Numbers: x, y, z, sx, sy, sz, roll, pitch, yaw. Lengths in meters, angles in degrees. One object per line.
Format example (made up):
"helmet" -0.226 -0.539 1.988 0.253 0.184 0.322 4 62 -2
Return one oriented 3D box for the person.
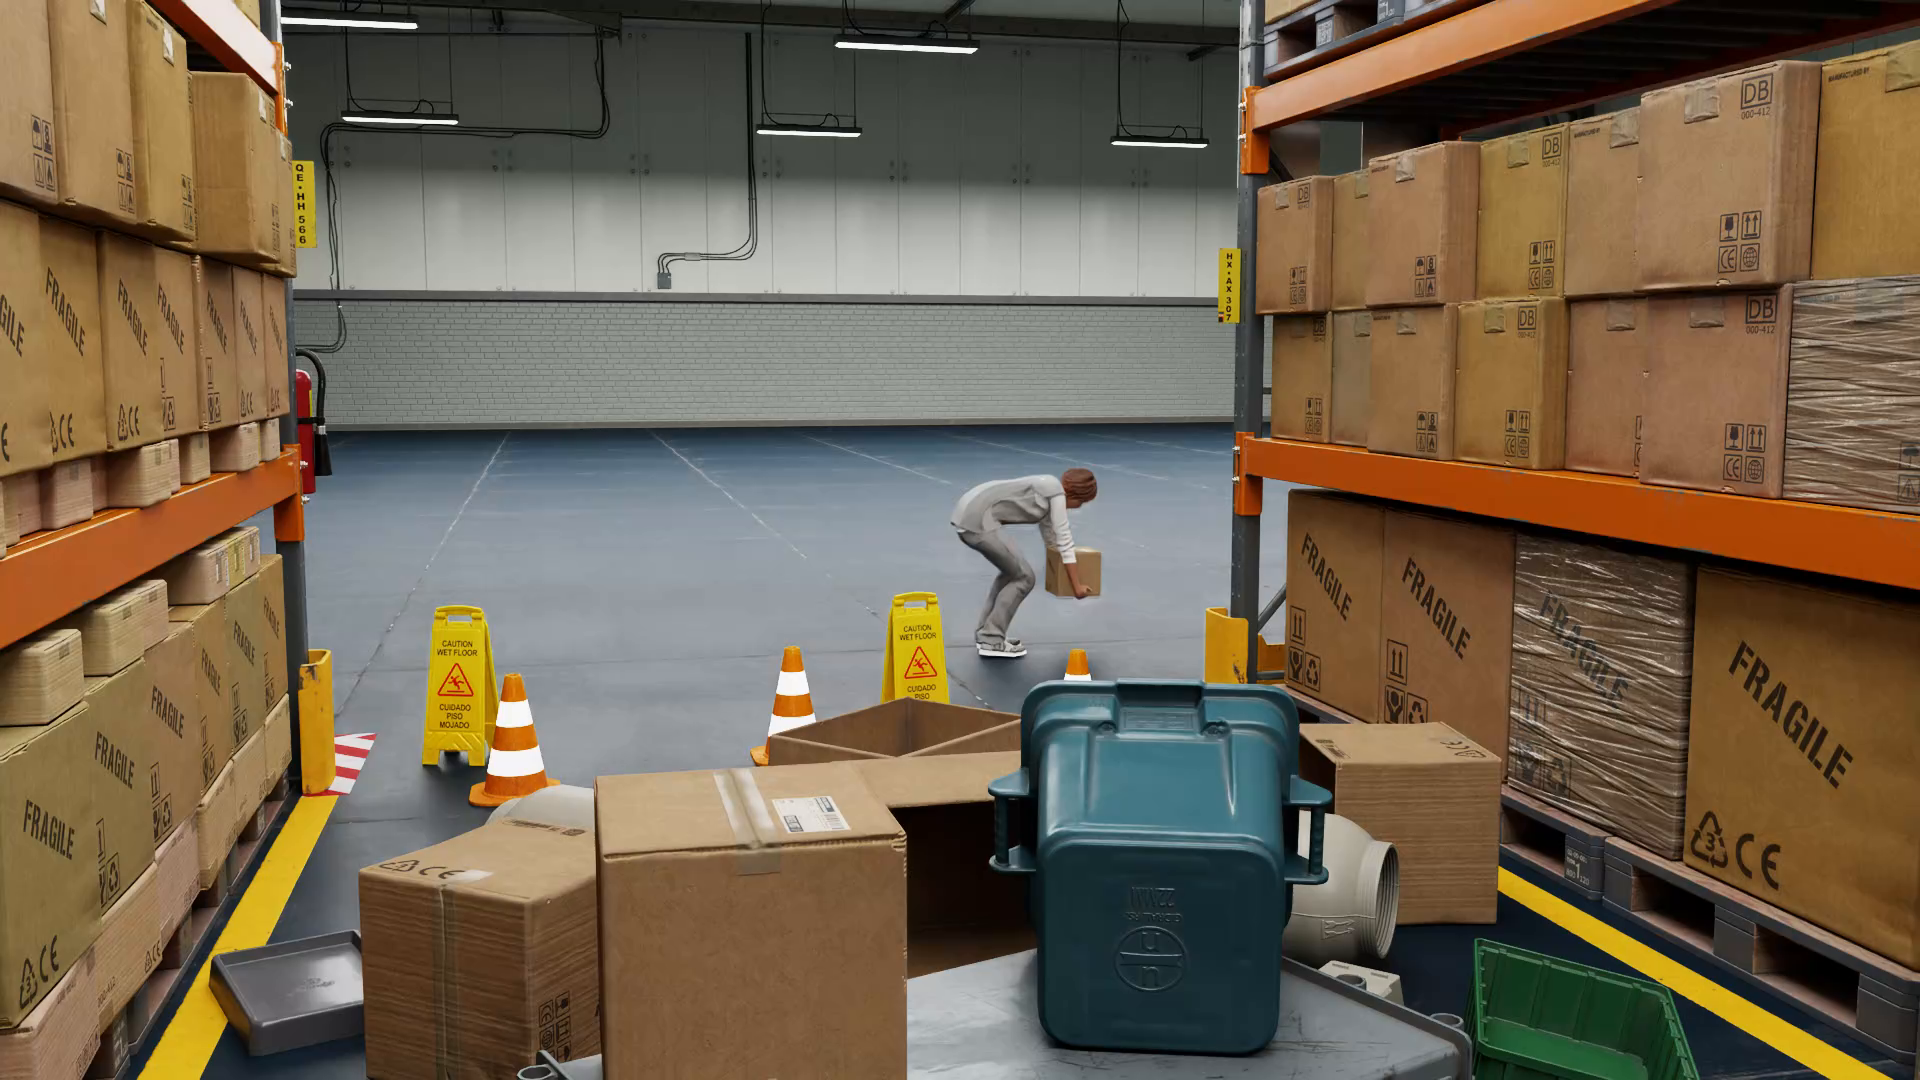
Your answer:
"person" 0.369 0.122 9.332 0.855 1.036 0.408 -2 7 -16
